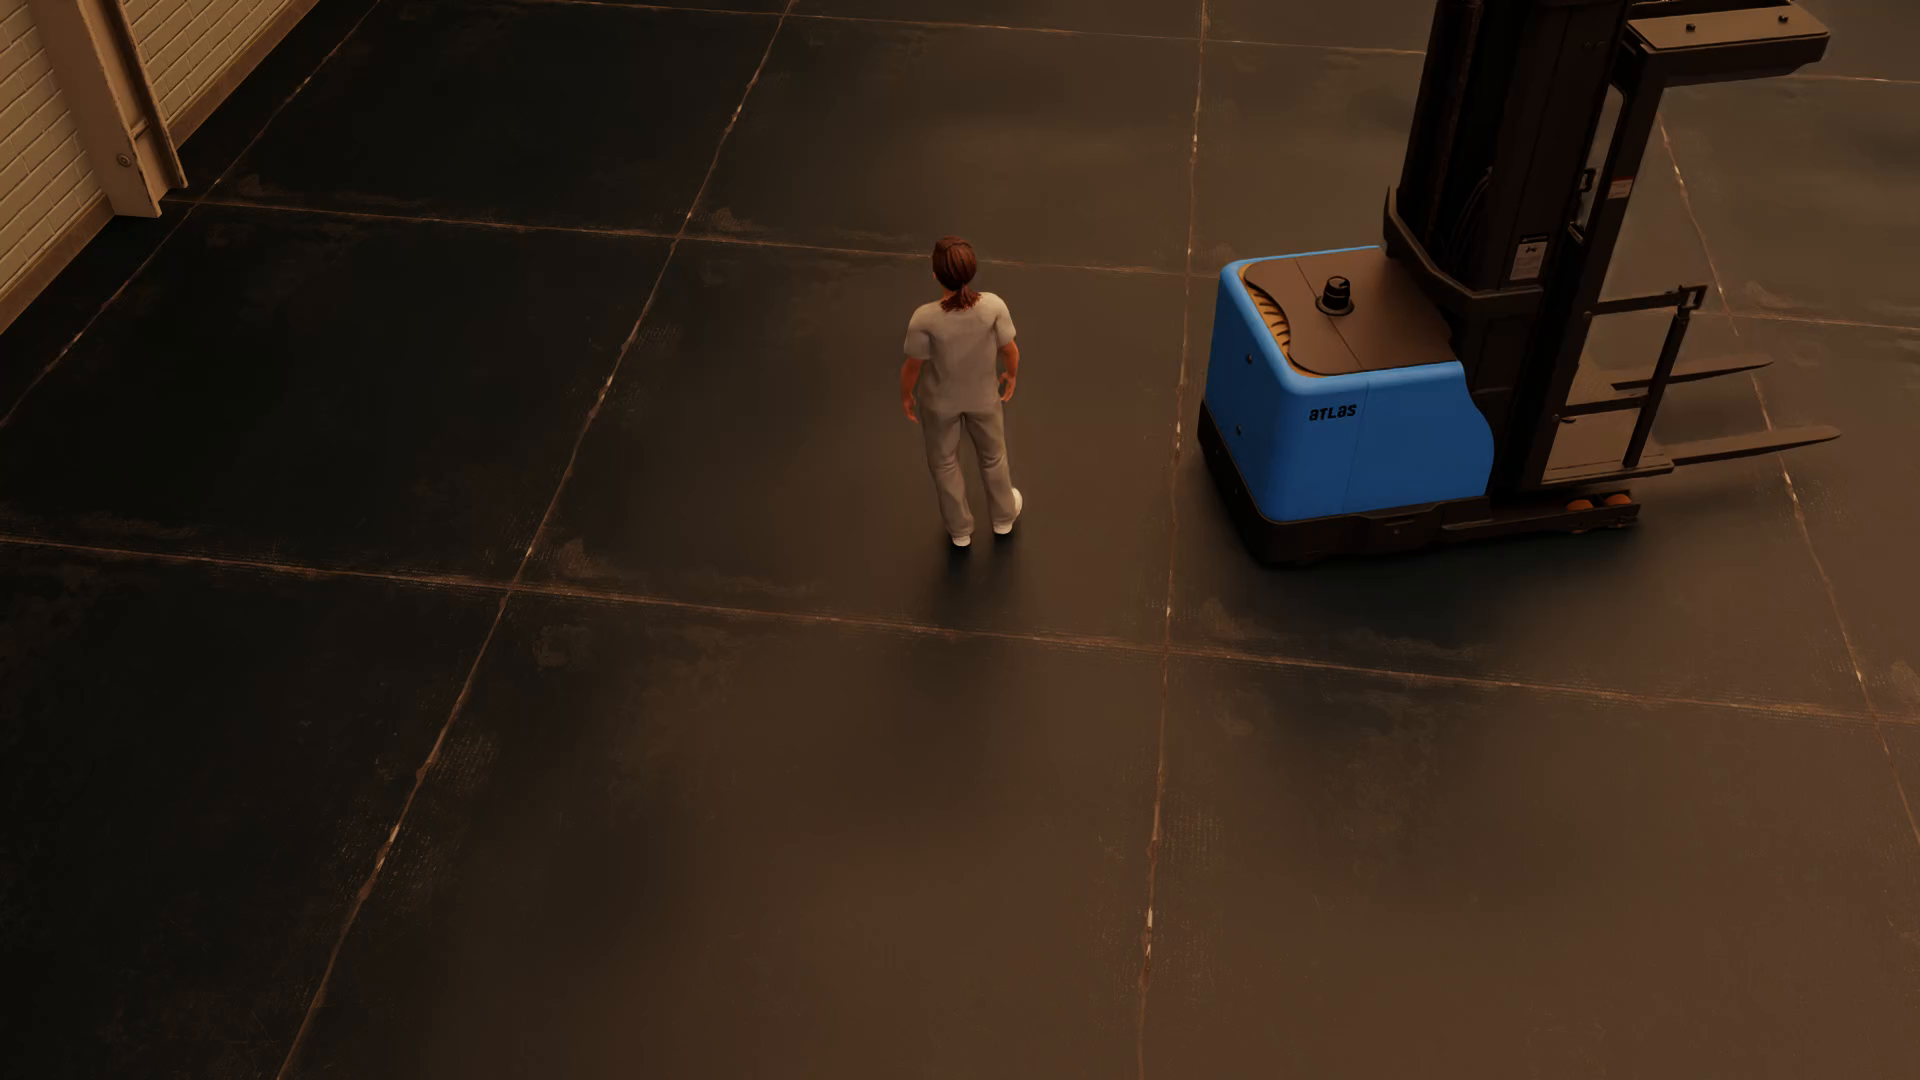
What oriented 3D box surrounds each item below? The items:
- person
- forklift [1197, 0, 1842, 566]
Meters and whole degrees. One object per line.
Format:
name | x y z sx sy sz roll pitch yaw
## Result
person | 0.034 -0.651 7.363 0.618 1.676 0.444 -8 43 -9
forklift | 2.760 -1.455 7.308 3.031 2.935 1.130 -8 43 -8
